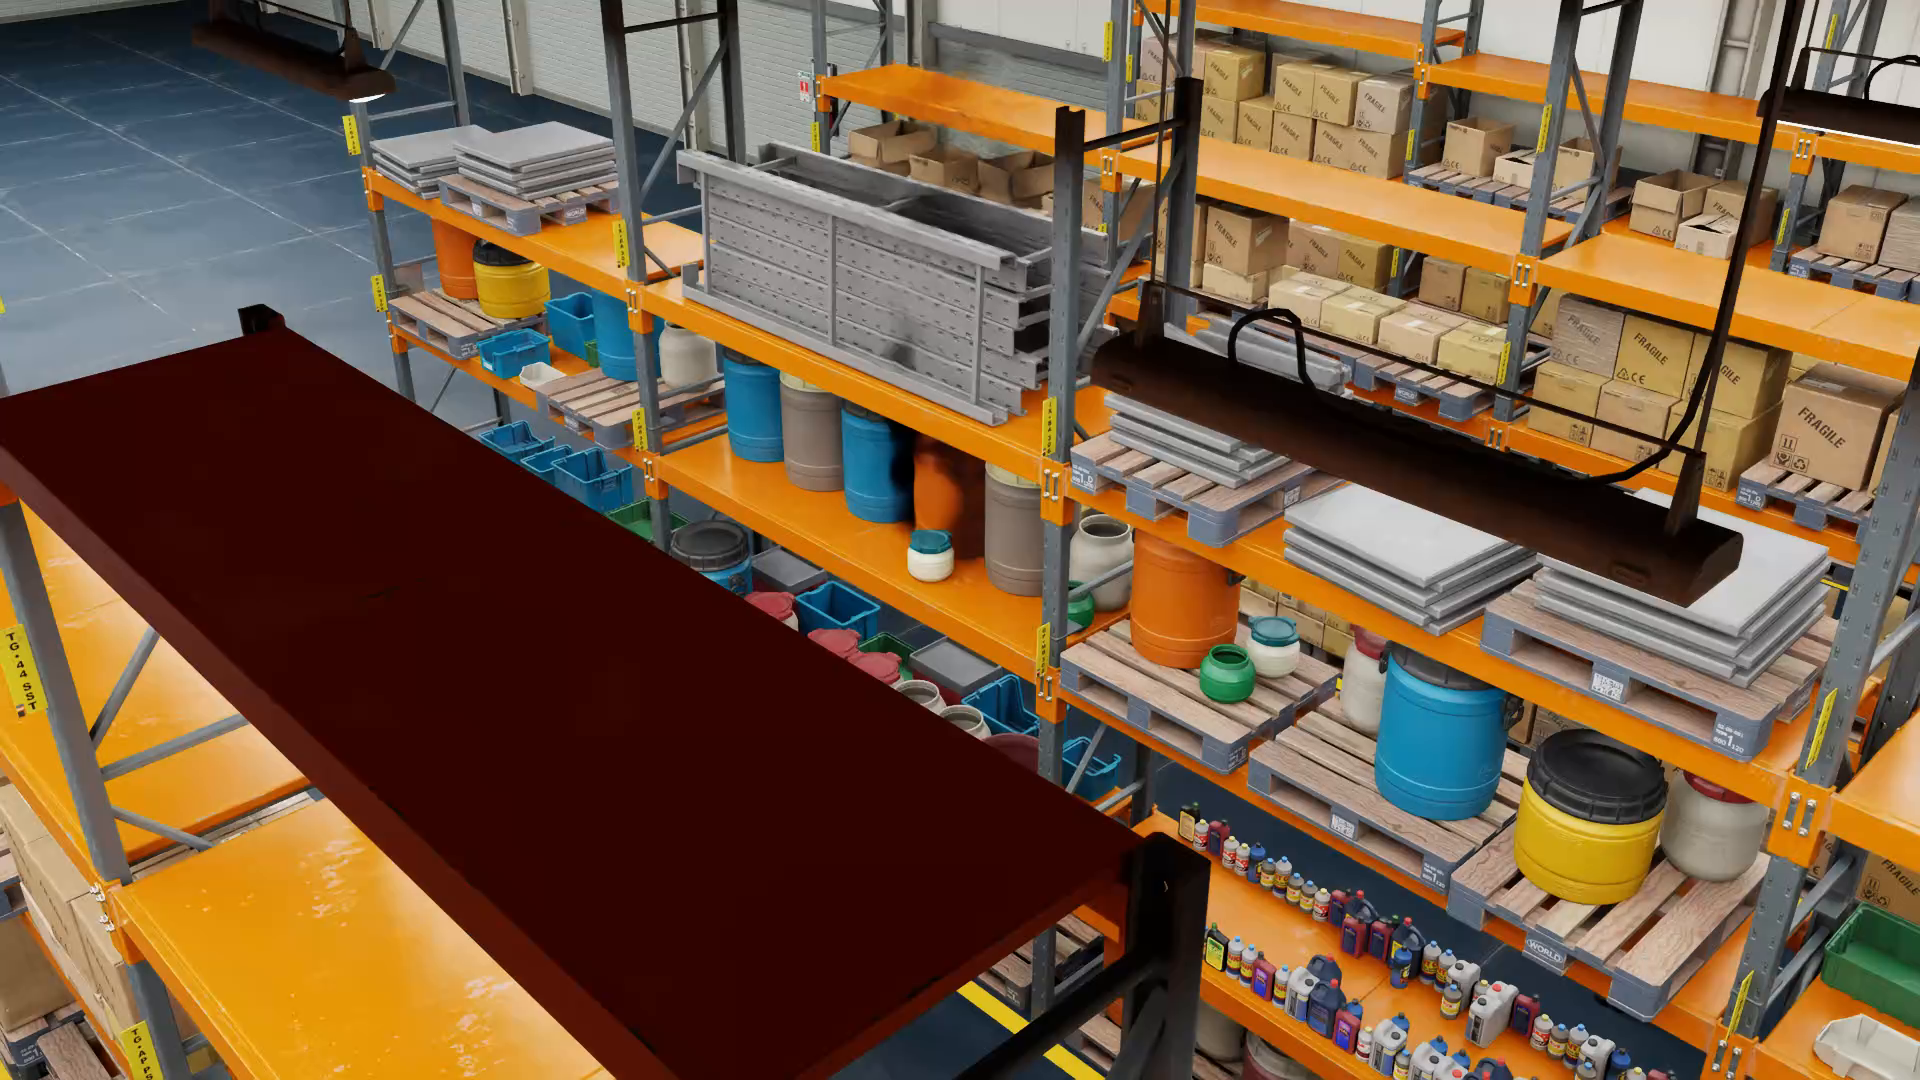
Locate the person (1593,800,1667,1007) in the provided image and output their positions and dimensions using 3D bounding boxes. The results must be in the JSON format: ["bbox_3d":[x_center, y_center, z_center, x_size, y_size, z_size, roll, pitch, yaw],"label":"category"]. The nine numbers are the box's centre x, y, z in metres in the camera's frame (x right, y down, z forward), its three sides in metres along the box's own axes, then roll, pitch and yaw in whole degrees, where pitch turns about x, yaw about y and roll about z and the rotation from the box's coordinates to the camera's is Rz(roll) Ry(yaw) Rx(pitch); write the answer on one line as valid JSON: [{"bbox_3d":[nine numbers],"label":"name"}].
[{"bbox_3d":[4.515,2.342,10.709,0.809,1.779,0.603,19,34,31],"label":"person"}]

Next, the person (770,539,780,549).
[{"bbox_3d":[-1.814,-0.287,15.624,0.551,1.650,0.614,17,33,29],"label":"person"}]
